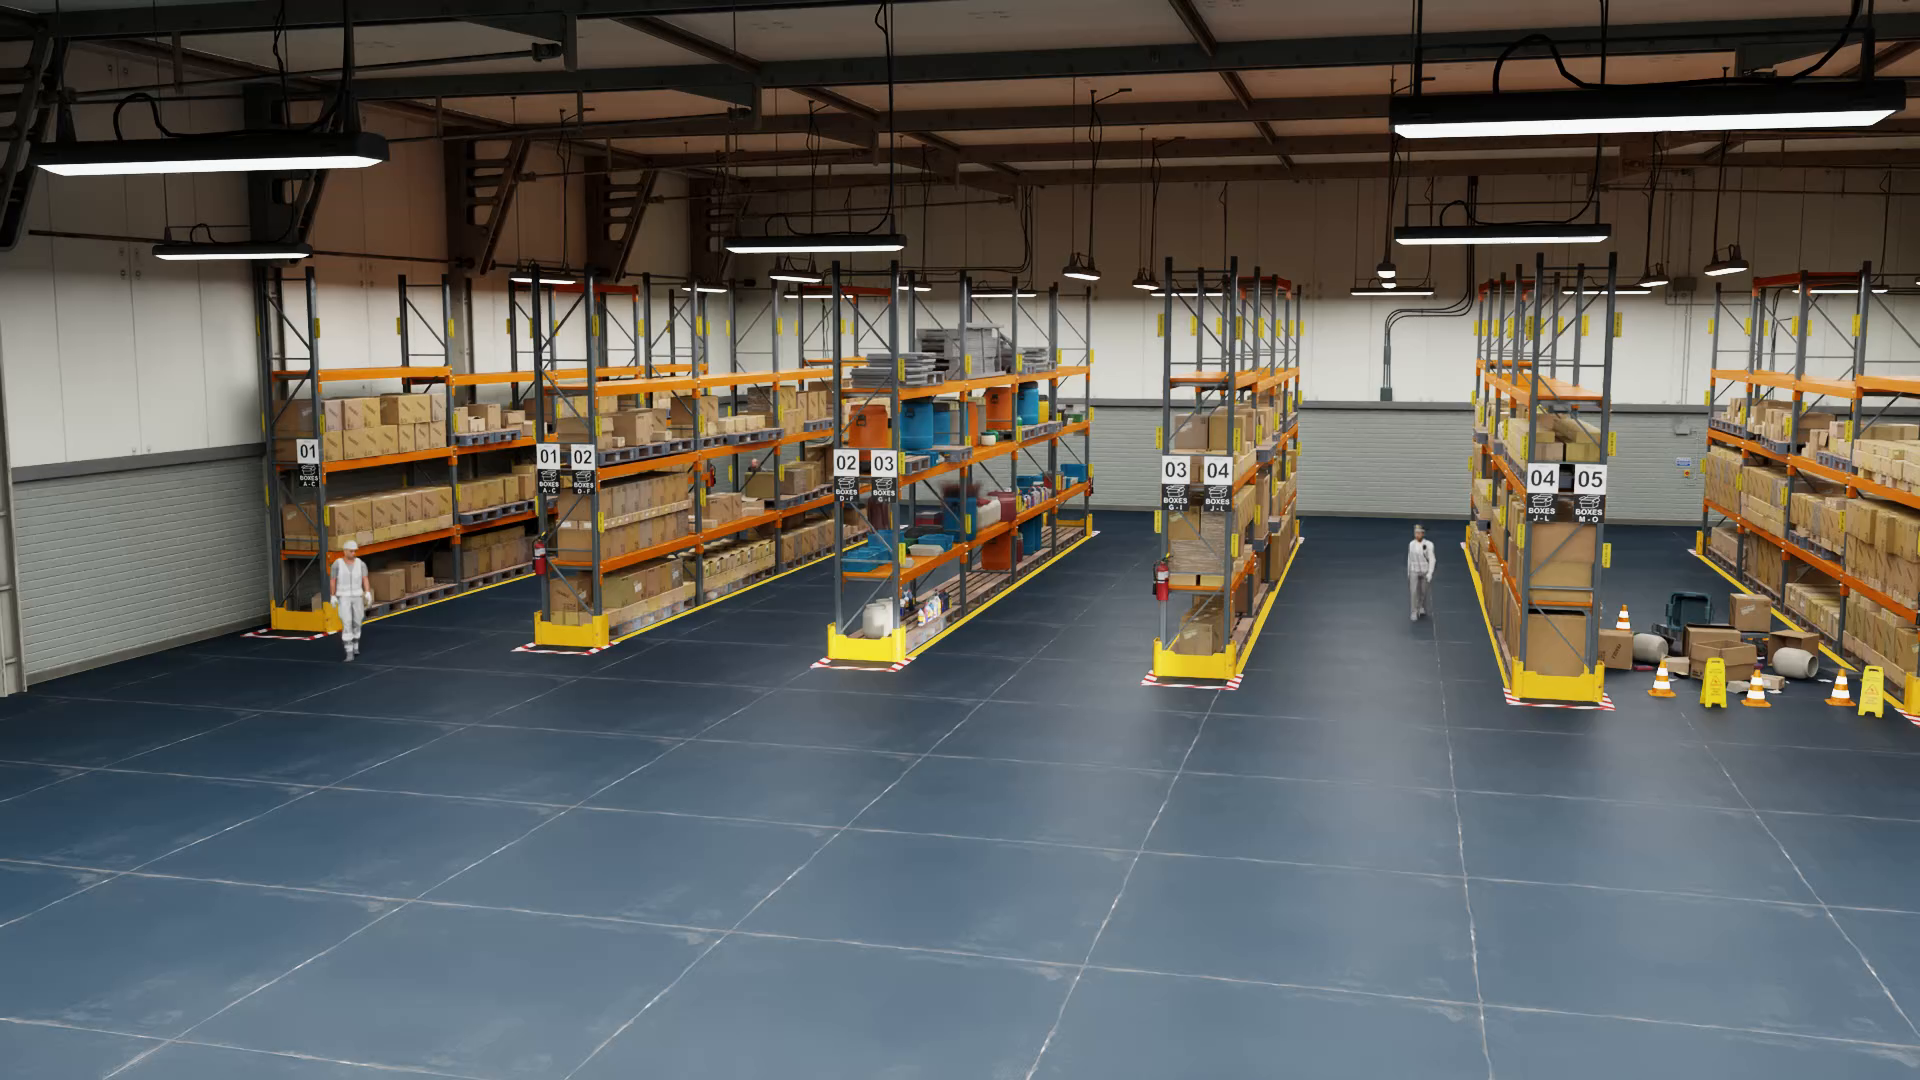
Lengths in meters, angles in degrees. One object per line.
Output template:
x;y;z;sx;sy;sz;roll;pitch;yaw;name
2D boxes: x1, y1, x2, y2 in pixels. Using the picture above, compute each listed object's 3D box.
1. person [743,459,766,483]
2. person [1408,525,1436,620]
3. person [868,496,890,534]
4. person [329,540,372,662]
-5.318;-1.341;43.663;0.643;1.626;0.720;3;8;23;person
7.979;0.539;28.727;0.459;1.614;1.041;2;8;15;person
-1.736;-0.314;35.022;0.581;1.777;0.627;-7;10;-42;person
-9.270;0.913;25.389;0.557;1.789;0.753;-5;9;-35;person
